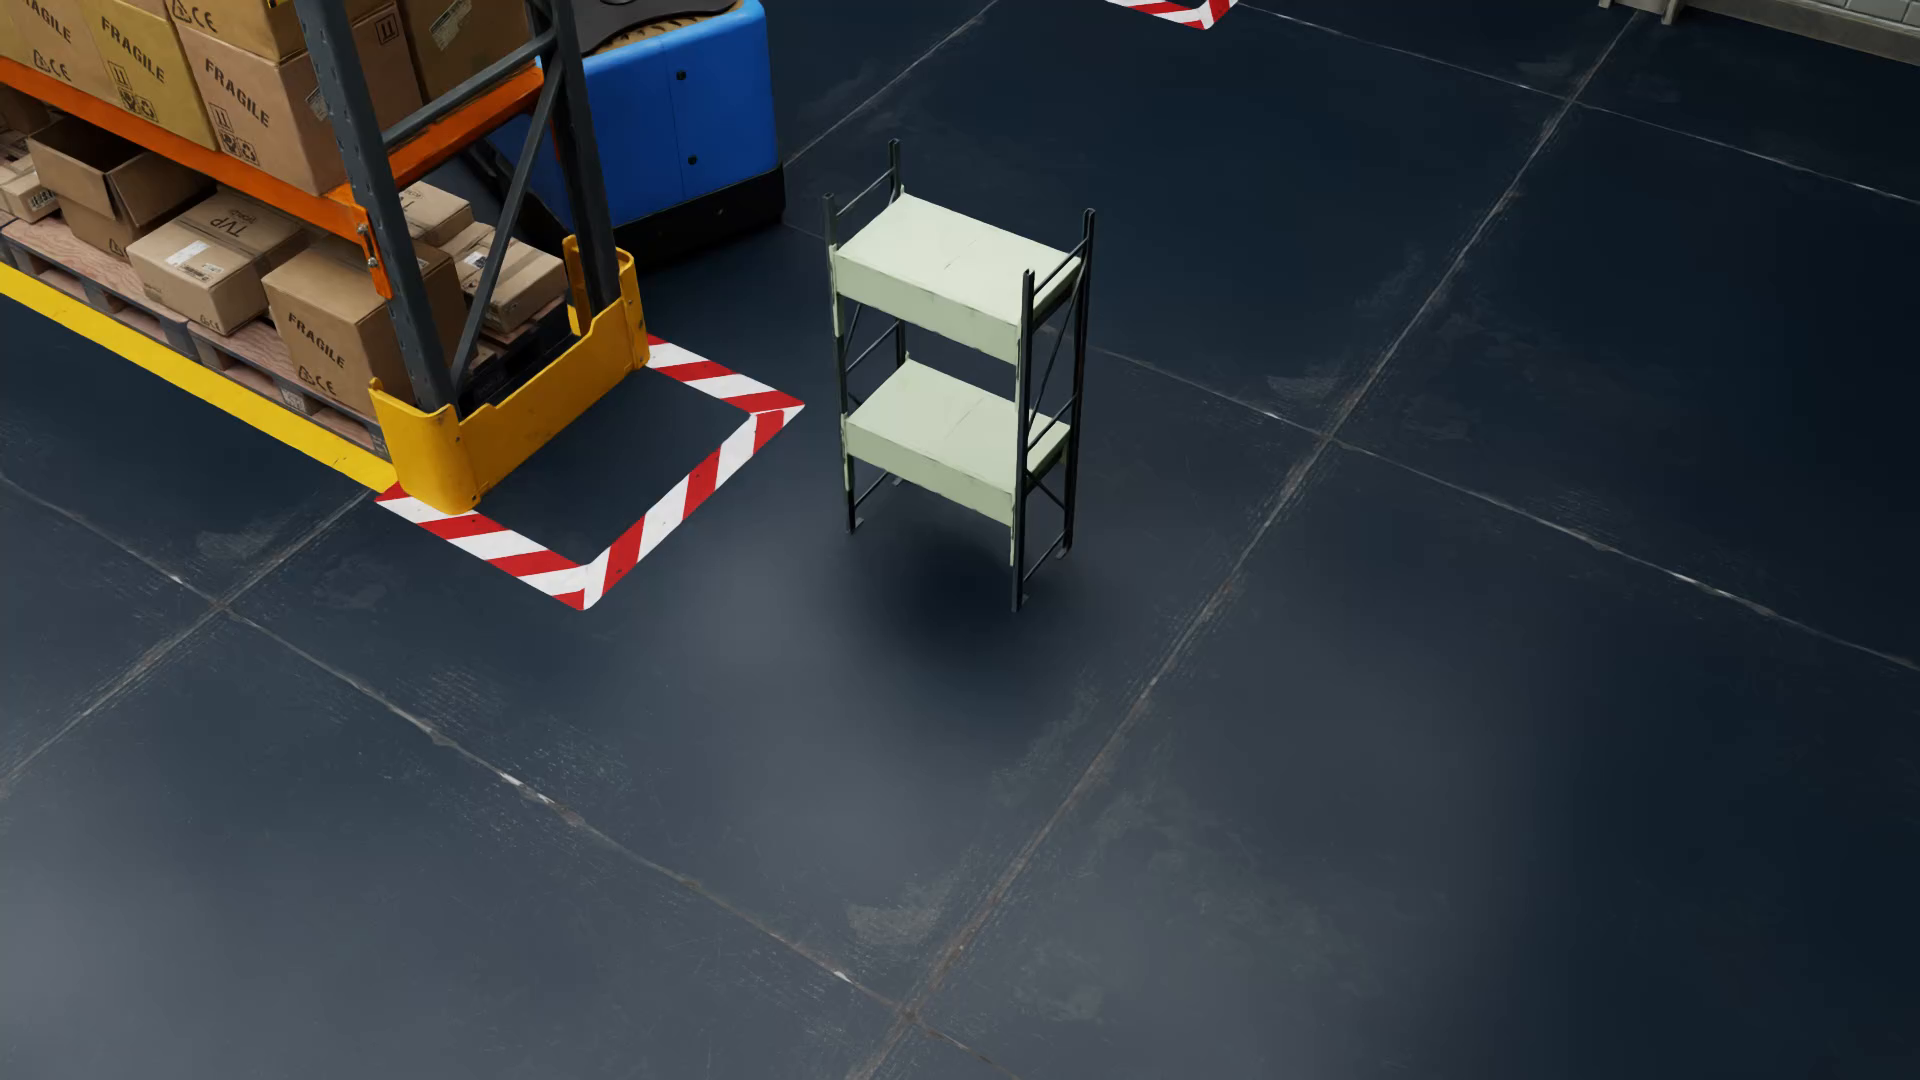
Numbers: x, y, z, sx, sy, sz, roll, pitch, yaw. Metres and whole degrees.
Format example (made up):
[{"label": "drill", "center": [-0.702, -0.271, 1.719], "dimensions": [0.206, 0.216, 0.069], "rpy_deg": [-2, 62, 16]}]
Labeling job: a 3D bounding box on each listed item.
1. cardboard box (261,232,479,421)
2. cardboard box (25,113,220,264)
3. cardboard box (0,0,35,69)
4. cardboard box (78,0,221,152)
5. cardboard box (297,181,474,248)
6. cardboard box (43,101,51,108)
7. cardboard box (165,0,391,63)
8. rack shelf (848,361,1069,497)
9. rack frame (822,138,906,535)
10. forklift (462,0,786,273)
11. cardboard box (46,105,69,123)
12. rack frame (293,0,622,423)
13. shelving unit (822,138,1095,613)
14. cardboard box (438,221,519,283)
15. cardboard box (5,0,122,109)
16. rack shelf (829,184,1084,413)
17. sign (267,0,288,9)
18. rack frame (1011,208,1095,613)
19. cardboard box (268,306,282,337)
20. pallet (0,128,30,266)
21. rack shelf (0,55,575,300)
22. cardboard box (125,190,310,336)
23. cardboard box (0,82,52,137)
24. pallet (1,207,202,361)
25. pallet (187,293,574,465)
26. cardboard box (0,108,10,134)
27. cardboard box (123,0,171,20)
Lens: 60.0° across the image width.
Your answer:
[{"label": "cardboard box", "center": [-2.265, -0.855, 6.426], "dimensions": [0.500, 0.500, 0.500], "rpy_deg": [25, 51, 22]}, {"label": "cardboard box", "center": [-3.457, -1.619, 7.166], "dimensions": [0.637, 0.503, 0.797], "rpy_deg": [25, 51, 22]}, {"label": "cardboard box", "center": [-3.478, -2.146, 6.174], "dimensions": [0.500, 0.500, 0.500], "rpy_deg": [24, 50, 22]}, {"label": "cardboard box", "center": [-2.637, -1.754, 5.793], "dimensions": [0.500, 0.500, 0.500], "rpy_deg": [25, 51, 22]}, {"label": "cardboard box", "center": [-2.400, -1.282, 7.014], "dimensions": [0.500, 0.250, 0.500], "rpy_deg": [25, 51, 22]}, {"label": "cardboard box", "center": [-4.061, -2.061, 7.843], "dimensions": [0.250, 0.149, 0.380], "rpy_deg": [25, 51, 22]}, {"label": "cardboard box", "center": [-2.197, -1.901, 5.239], "dimensions": [0.500, 0.500, 0.500], "rpy_deg": [24, 51, 22]}, {"label": "rack shelf", "center": [-0.006, -0.366, 5.878], "dimensions": [0.686, 0.124, 0.368], "rpy_deg": [25, 51, 22]}, {"label": "rack frame", "center": [-0.314, -0.667, 5.852], "dimensions": [0.023, 1.500, 0.400], "rpy_deg": [25, 51, 22]}, {"label": "forklift", "center": [-2.043, -3.174, 7.290], "dimensions": [1.130, 2.935, 3.031], "rpy_deg": [-26, 51, -23]}, {"label": "cardboard box", "center": [-3.777, -1.937, 7.608], "dimensions": [0.500, 0.311, 0.500], "rpy_deg": [25, 51, 22]}, {"label": "rack frame", "center": [-1.674, -1.511, 5.627], "dimensions": [0.127, 3.000, 1.000], "rpy_deg": [25, 51, 22]}, {"label": "shelving unit", "center": [-0.006, -0.525, 5.715], "dimensions": [0.755, 1.500, 0.431], "rpy_deg": [25, 51, 22]}, {"label": "cardboard box", "center": [-2.052, -1.144, 6.939], "dimensions": [0.250, 0.166, 0.380], "rpy_deg": [25, 51, 22]}, {"label": "cardboard box", "center": [-3.054, -1.950, 5.984], "dimensions": [0.500, 0.500, 0.500], "rpy_deg": [25, 51, 22]}, {"label": "rack shelf", "center": [-0.006, -0.797, 5.435], "dimensions": [0.720, 0.370, 0.431], "rpy_deg": [25, 51, 22]}, {"label": "sign", "center": [-1.991, -1.698, 4.780], "dimensions": [0.005, 0.325, 0.100], "rpy_deg": [25, 51, 22]}, {"label": "rack frame", "center": [0.302, -0.384, 5.577], "dimensions": [0.023, 1.500, 0.400], "rpy_deg": [25, 51, 22]}, {"label": "cardboard box", "center": [-2.557, -0.950, 6.751], "dimensions": [0.250, 0.166, 0.380], "rpy_deg": [25, 51, 22]}, {"label": "pallet", "center": [-4.464, -1.822, 7.873], "dimensions": [1.213, 0.211, 1.003], "rpy_deg": [25, 51, 22]}, {"label": "rack shelf", "center": [-3.358, -2.035, 6.637], "dimensions": [4.000, 0.370, 1.077], "rpy_deg": [25, 51, 22]}, {"label": "cardboard box", "center": [-3.049, -1.154, 6.890], "dimensions": [0.500, 0.250, 0.500], "rpy_deg": [25, 51, 22]}, {"label": "cardboard box", "center": [-4.409, -2.293, 7.823], "dimensions": [0.500, 0.500, 0.500], "rpy_deg": [25, 51, 22]}, {"label": "pallet", "center": [-3.433, -1.350, 7.415], "dimensions": [1.213, 0.211, 1.003], "rpy_deg": [25, 51, 22]}, {"label": "pallet", "center": [-2.410, -0.877, 6.955], "dimensions": [1.213, 0.211, 1.003], "rpy_deg": [25, 51, 22]}, {"label": "cardboard box", "center": [-4.805, -1.983, 7.654], "dimensions": [0.500, 0.311, 0.500], "rpy_deg": [25, 51, 22]}, {"label": "cardboard box", "center": [-2.623, -2.096, 5.428], "dimensions": [0.500, 0.500, 0.500], "rpy_deg": [26, 51, 23]}]
